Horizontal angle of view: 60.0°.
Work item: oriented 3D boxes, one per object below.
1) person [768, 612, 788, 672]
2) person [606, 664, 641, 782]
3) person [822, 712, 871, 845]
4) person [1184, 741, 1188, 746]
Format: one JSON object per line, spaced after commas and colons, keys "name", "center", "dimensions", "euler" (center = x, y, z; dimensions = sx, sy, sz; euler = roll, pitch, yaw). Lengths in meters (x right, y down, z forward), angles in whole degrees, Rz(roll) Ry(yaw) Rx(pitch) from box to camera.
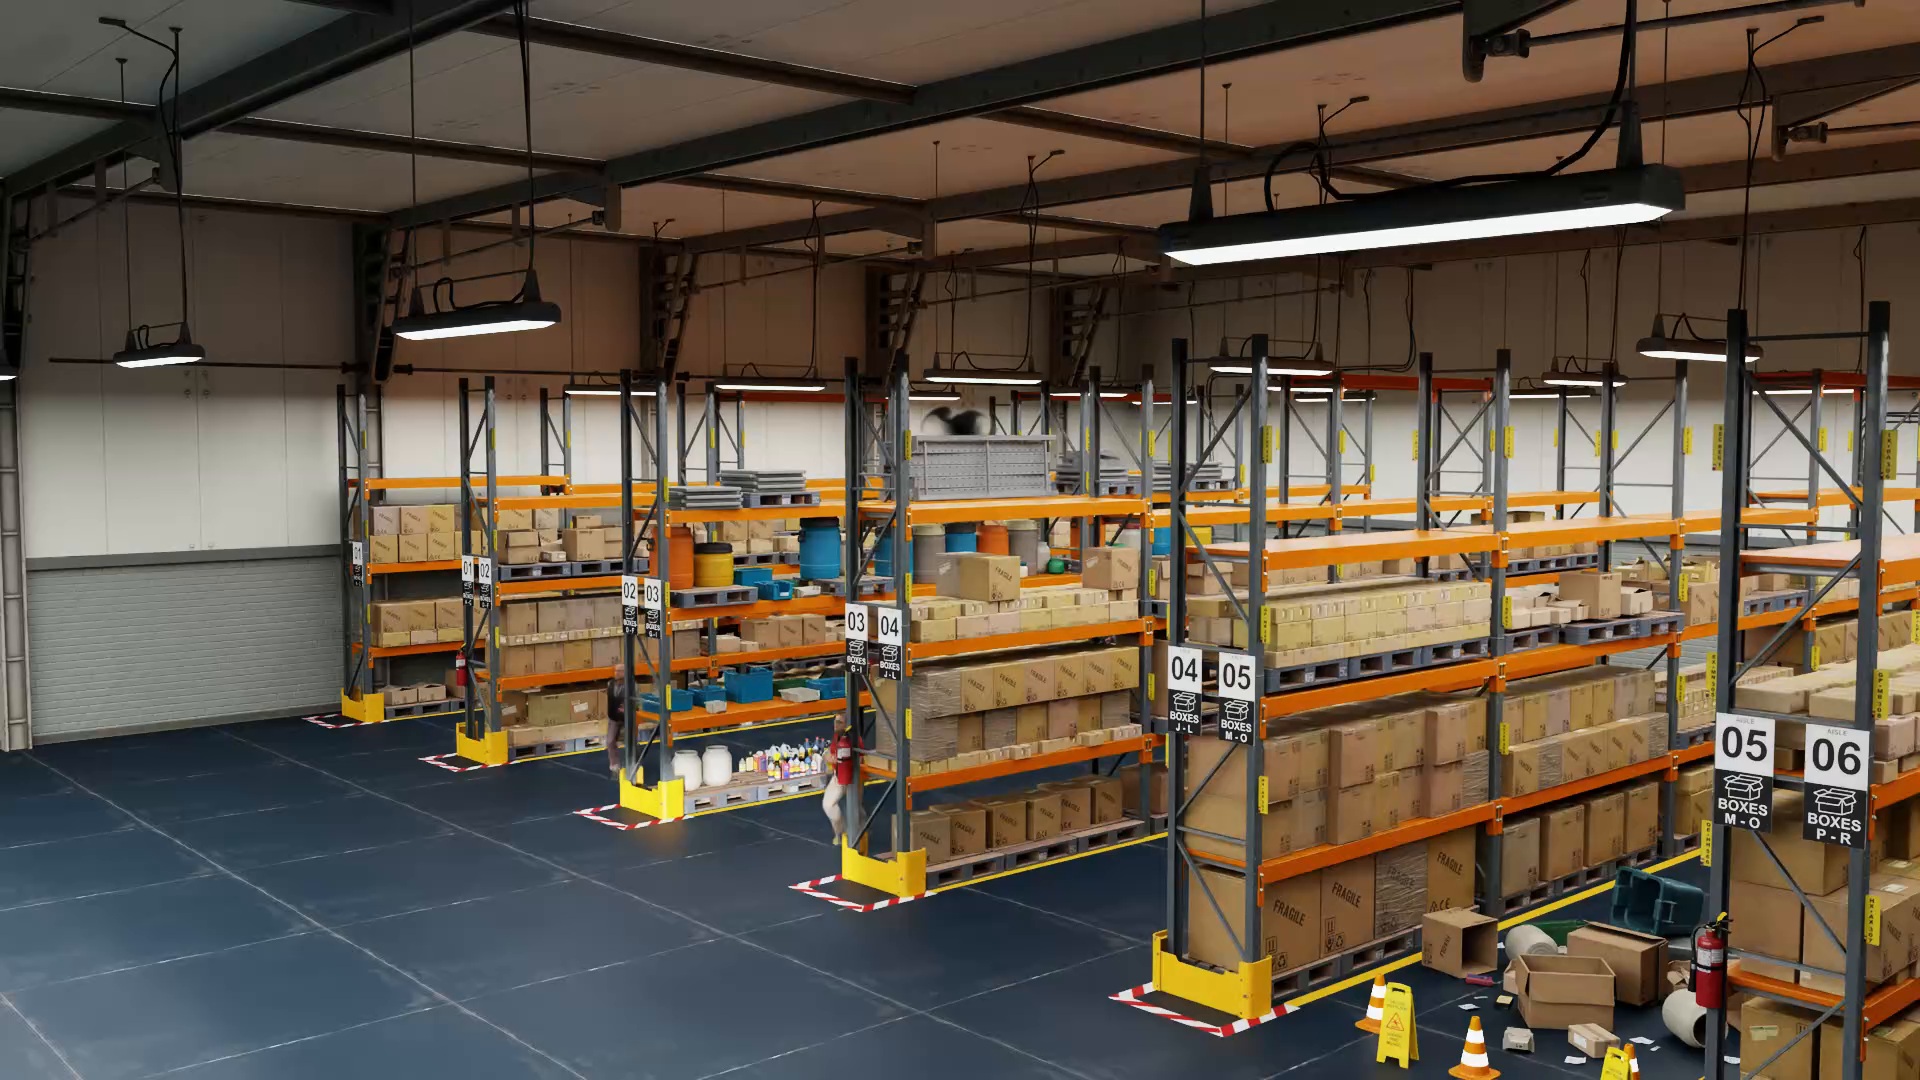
{"name": "person", "center": [-3.568, 2.105, 32.660], "dimensions": [0.672, 1.812, 0.930], "euler": [3, 5, 36]}
{"name": "person", "center": [-5.004, 2.711, 24.699], "dimensions": [0.596, 1.772, 0.873], "euler": [1, 4, 8]}
{"name": "person", "center": [-1.372, 3.004, 20.632], "dimensions": [0.647, 1.781, 0.787], "euler": [4, 5, 44]}
{"name": "person", "center": [3.986, 2.573, 27.553], "dimensions": [0.540, 1.589, 0.993], "euler": [3, 5, 41]}
